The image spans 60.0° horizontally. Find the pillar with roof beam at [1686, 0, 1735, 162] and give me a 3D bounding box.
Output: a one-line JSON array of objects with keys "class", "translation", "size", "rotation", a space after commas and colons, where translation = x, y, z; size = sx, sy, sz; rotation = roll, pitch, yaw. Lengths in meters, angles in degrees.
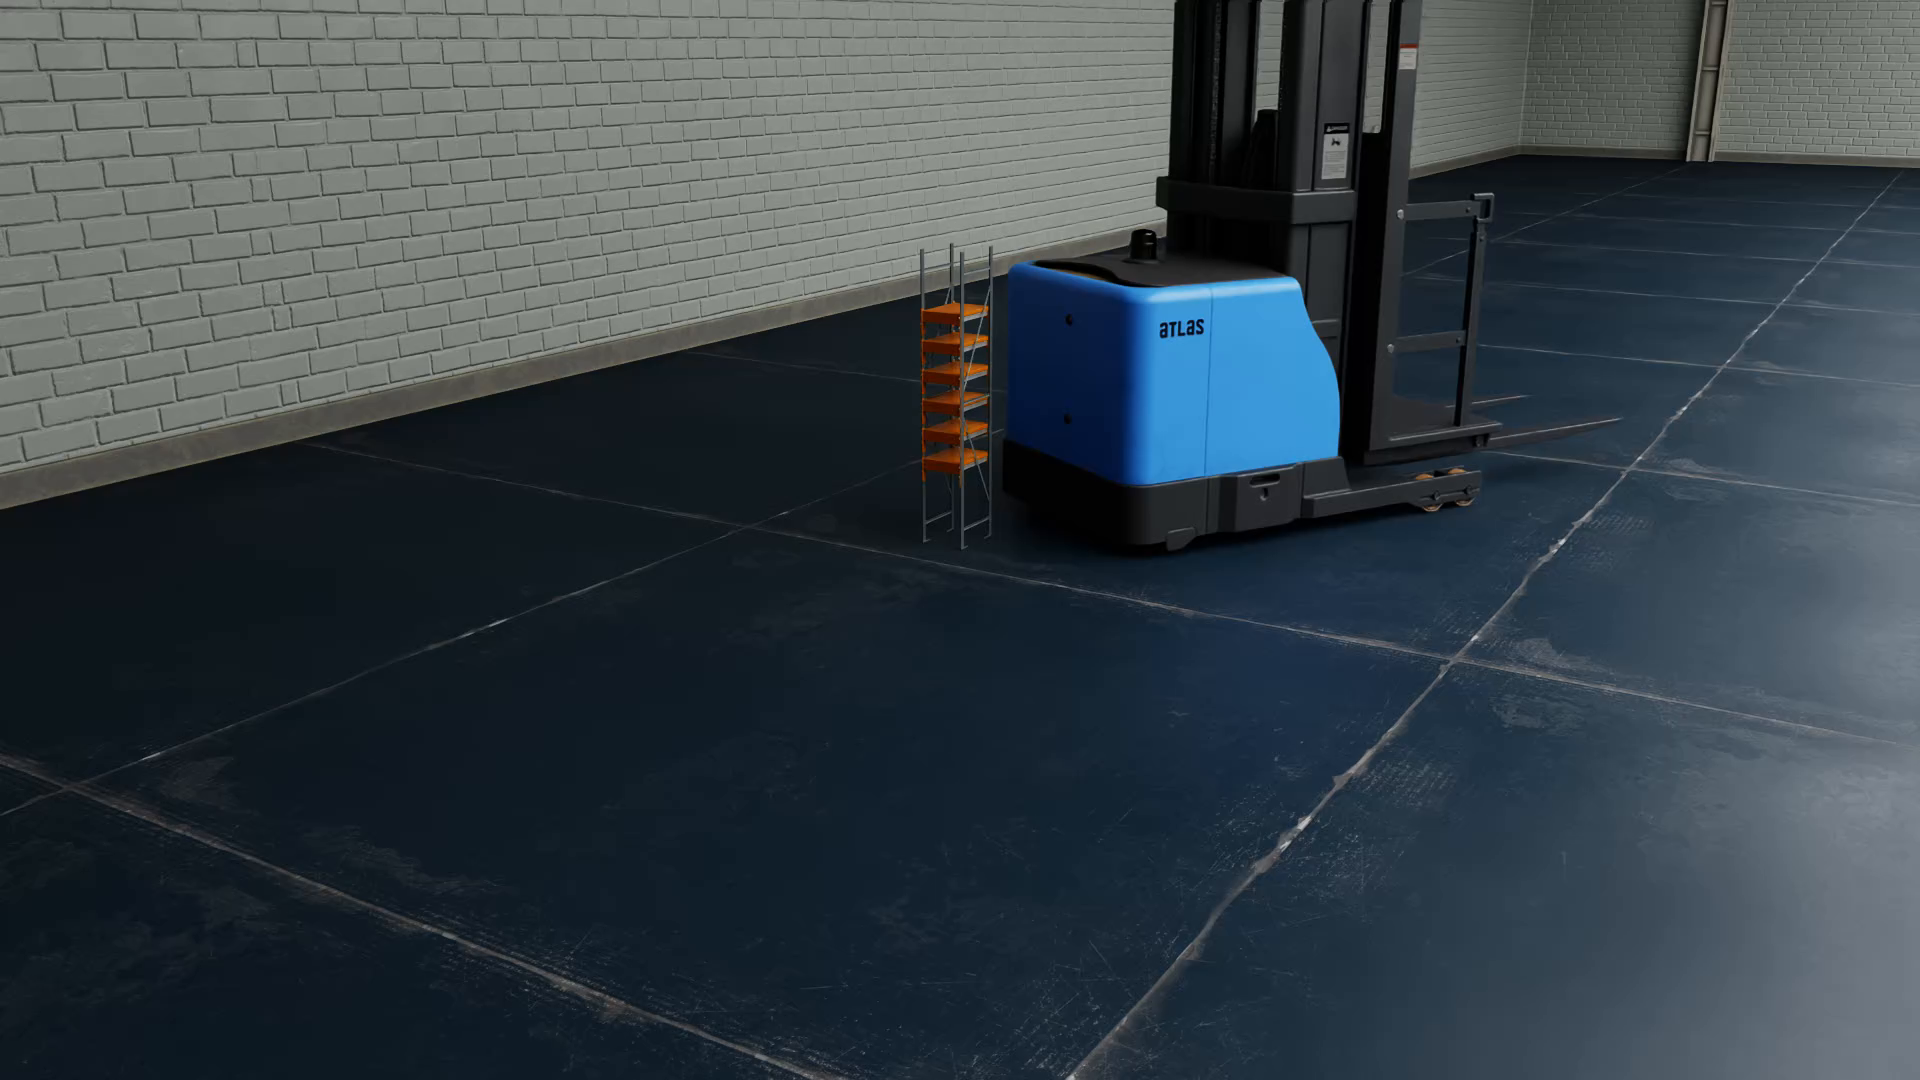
[{"class": "pillar with roof beam", "translation": [10.025, -9.531, 22.777], "size": [0.400, 9.000, 9.100], "rotation": [10, 20, 30]}]

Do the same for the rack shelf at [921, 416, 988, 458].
[{"class": "rack shelf", "translation": [-0.012, -0.419, 6.762], "size": [0.180, 0.103, 0.258], "rotation": [10, 20, 30]}]

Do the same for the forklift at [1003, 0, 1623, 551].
[{"class": "forklift", "translation": [1.728, -1.648, 7.262], "size": [3.031, 2.935, 1.130], "rotation": [-9, 19, -28]}]

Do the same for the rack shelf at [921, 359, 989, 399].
[{"class": "rack shelf", "translation": [-0.012, -0.649, 6.692], "size": [0.180, 0.103, 0.258], "rotation": [10, 20, 30]}]

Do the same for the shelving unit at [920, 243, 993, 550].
[{"class": "shelving unit", "translation": [-0.012, -0.576, 6.714], "size": [0.189, 1.200, 0.258], "rotation": [10, 20, 30]}]

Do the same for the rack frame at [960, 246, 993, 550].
[{"class": "rack frame", "translation": [0.066, -0.562, 6.668], "size": [0.006, 1.200, 0.240], "rotation": [10, 20, 30]}]

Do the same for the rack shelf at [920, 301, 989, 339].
[{"class": "rack shelf", "translation": [-0.012, -0.878, 6.622], "size": [0.180, 0.103, 0.258], "rotation": [10, 20, 30]}]

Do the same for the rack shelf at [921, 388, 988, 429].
[{"class": "rack shelf", "translation": [-0.012, -0.534, 6.727], "size": [0.180, 0.103, 0.258], "rotation": [10, 20, 30]}]

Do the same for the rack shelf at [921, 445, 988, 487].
[{"class": "rack shelf", "translation": [-0.012, -0.304, 6.797], "size": [0.180, 0.103, 0.258], "rotation": [10, 20, 30]}]

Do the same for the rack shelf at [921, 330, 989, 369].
[{"class": "rack shelf", "translation": [-0.012, -0.763, 6.657], "size": [0.180, 0.103, 0.258], "rotation": [10, 20, 30]}]

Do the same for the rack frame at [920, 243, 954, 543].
[{"class": "rack frame", "translation": [-0.090, -0.590, 6.760], "size": [0.006, 1.200, 0.240], "rotation": [10, 20, 30]}]
